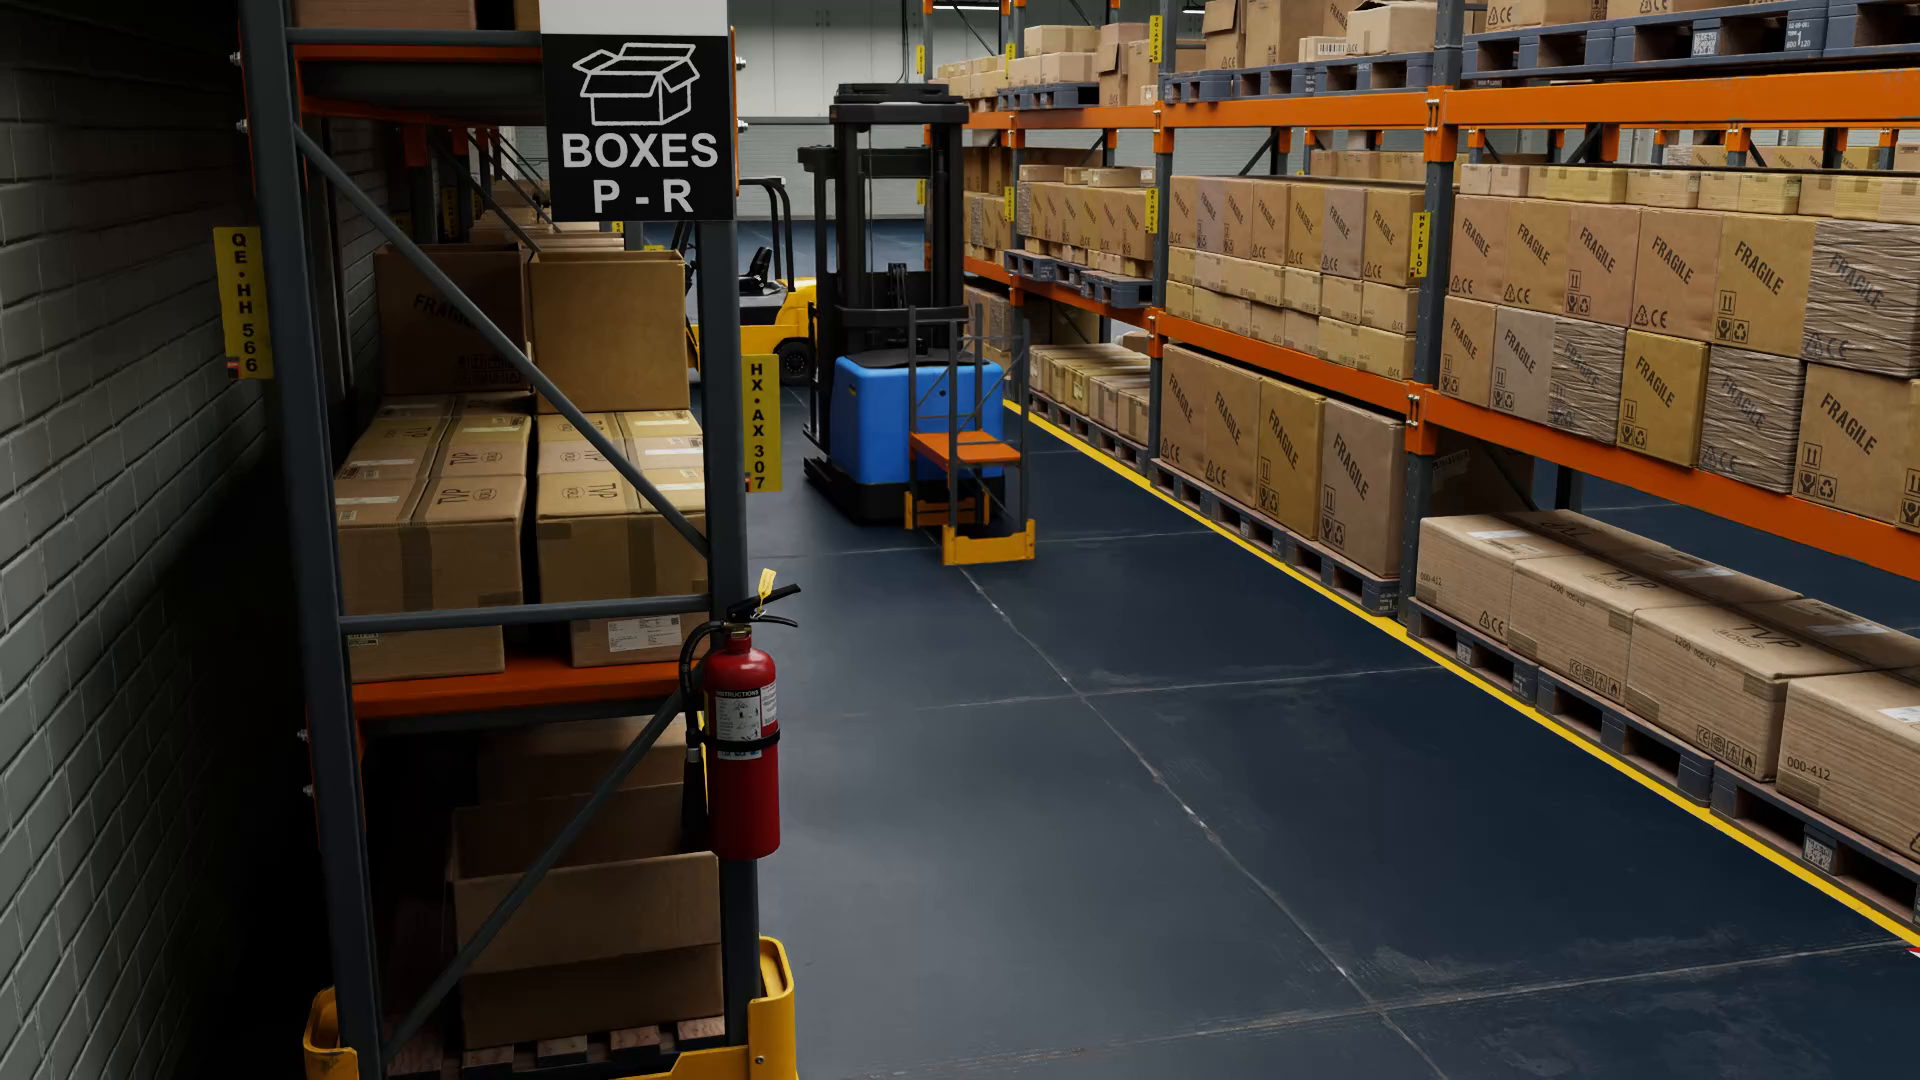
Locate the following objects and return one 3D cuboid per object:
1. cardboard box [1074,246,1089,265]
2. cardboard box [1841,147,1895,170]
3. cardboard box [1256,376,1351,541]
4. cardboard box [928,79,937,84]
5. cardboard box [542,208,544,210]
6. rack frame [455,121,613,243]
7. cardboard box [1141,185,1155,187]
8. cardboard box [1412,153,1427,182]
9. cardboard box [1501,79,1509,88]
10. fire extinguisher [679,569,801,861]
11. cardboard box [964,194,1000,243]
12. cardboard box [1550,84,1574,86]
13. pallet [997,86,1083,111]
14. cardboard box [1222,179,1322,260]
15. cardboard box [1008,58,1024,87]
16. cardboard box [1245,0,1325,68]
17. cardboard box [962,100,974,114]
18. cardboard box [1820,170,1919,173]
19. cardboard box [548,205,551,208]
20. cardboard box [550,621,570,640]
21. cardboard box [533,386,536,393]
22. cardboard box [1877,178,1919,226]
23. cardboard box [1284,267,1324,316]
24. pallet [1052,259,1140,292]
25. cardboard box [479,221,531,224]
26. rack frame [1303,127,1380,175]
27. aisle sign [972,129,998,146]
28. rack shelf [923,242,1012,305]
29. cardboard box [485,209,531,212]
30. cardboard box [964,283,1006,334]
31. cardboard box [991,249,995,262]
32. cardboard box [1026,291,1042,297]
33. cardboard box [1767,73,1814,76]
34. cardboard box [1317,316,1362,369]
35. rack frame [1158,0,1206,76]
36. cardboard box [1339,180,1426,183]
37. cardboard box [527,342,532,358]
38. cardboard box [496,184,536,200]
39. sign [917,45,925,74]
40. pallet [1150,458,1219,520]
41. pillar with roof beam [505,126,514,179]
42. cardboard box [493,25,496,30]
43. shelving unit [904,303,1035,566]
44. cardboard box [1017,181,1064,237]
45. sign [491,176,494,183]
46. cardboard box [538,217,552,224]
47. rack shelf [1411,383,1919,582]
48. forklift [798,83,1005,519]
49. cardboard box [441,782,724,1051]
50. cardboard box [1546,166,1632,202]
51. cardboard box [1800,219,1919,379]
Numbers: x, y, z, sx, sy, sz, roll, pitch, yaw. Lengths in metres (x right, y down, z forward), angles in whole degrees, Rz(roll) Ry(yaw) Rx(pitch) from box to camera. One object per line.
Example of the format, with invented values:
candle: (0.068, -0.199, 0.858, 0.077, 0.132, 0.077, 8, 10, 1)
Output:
cardboard box: (1.200, -2.441, 14.244, 0.380, 0.149, 0.250, -4, 14, -15)
cardboard box: (10.267, -4.186, 18.797, 0.500, 0.500, 0.500, -3, 14, -13)
cardboard box: (2.443, -0.539, 10.407, 0.875, 0.875, 0.875, -3, 14, -12)
cardboard box: (-0.073, -5.187, 19.208, 0.500, 0.250, 0.500, -4, 14, -14)
cardboard box: (-4.272, -3.341, 18.073, 0.500, 0.500, 0.500, -3, 14, -11)
rack frame: (-2.877, -1.666, 11.427, 1.000, 3.000, 0.127, -3, 14, -13)
cardboard box: (1.696, -2.815, 14.408, 0.500, 0.500, 0.500, -4, 14, -15)
cardboard box: (5.500, -3.971, 18.268, 0.875, 0.550, 0.550, -3, 14, -13)
cardboard box: (5.978, -4.916, 17.843, 0.380, 0.149, 0.250, -3, 14, -13)
fire extinguisher: (-0.514, 0.406, 3.893, 0.296, 0.674, 0.183, -3, 14, -13)
cardboard box: (0.283, -3.504, 18.112, 0.500, 0.500, 0.500, -4, 14, -14)
cardboard box: (6.117, -4.649, 16.535, 0.500, 0.250, 0.500, -3, 14, -13)
pallet: (1.049, -4.084, 15.399, 1.213, 0.211, 1.003, -3, 14, -13)
cardboard box: (2.058, -2.117, 10.953, 0.500, 0.500, 0.500, -3, 14, -12)
cardboard box: (0.755, -4.298, 15.309, 0.500, 0.250, 0.500, -4, 14, -15)
cardboard box: (2.364, -3.436, 11.254, 0.700, 0.500, 0.500, -4, 14, -16)
cardboard box: (0.239, -4.673, 17.945, 0.380, 0.149, 0.250, -4, 14, -15)
cardboard box: (3.688, -1.405, 6.674, 0.380, 0.149, 0.250, -4, 14, -15)
cardboard box: (-3.636, -3.041, 15.476, 0.380, 0.149, 0.250, -4, 14, -14)
cardboard box: (-0.913, 0.154, 4.506, 0.380, 0.149, 0.250, -3, 14, -12)
cardboard box: (-1.344, -0.481, 6.264, 0.500, 0.250, 0.500, -3, 14, -14)
cardboard box: (3.322, -1.131, 5.554, 0.380, 0.149, 0.250, -3, 14, -14)
cardboard box: (2.294, -1.513, 10.064, 0.500, 0.250, 0.500, -3, 14, -12)
pallet: (1.442, -2.305, 14.446, 1.003, 0.211, 1.213, -3, 14, -13)
cardboard box: (-3.433, -2.328, 12.560, 0.380, 0.149, 0.250, -3, 14, -14)
rack frame: (4.856, -4.089, 21.342, 1.000, 3.000, 0.127, -3, 14, -13)
aisle sign: (0.336, -5.083, 19.933, 0.394, 0.787, 0.004, -3, 14, -13)
rack shelf: (0.538, -2.979, 18.314, 1.077, 0.370, 4.000, -3, 14, -13)
cardboard box: (-3.930, -2.795, 14.469, 0.380, 0.149, 0.250, -4, 14, -15)
cardboard box: (0.232, -2.578, 18.489, 0.500, 0.500, 0.500, -3, 14, -12)
cardboard box: (0.540, -2.982, 17.340, 0.380, 0.149, 0.250, -3, 14, -14)
cardboard box: (0.994, -2.373, 17.649, 0.500, 0.500, 0.500, -3, 14, -11)
cardboard box: (6.610, -3.602, 12.820, 0.500, 0.500, 0.500, -3, 14, -13)
cardboard box: (2.418, -1.155, 9.651, 0.500, 0.250, 0.500, -3, 14, -14)
rack frame: (1.947, -4.858, 11.851, 1.000, 3.000, 0.127, -3, 14, -13)
cardboard box: (2.673, -2.023, 10.572, 0.500, 0.500, 0.500, -4, 14, -14)
cardboard box: (-2.084, -0.686, 7.103, 0.500, 0.250, 0.500, -3, 14, -14)
cardboard box: (-4.484, -3.511, 16.776, 0.380, 0.149, 0.250, -3, 14, -12)
sign: (-0.459, -5.641, 19.534, 0.100, 0.325, 0.005, -3, 14, -13)
pallet: (2.059, -0.403, 12.133, 1.003, 0.211, 1.213, -3, 14, -13)
pillar with roof beam: (-6.920, -11.992, 41.051, 9.100, 9.000, 0.400, -3, 14, -13)
cardboard box: (-1.736, -1.637, 5.514, 0.380, 0.149, 0.250, -3, 14, -13)
shelving unit: (0.044, -0.706, 10.658, 0.587, 1.500, 1.083, -4, 14, -15)
cardboard box: (0.839, -3.140, 15.735, 0.500, 0.500, 0.500, -3, 14, -12)
sign: (-5.297, -3.941, 18.748, 0.100, 0.325, 0.005, -3, 14, -13)
cardboard box: (-3.134, -2.472, 13.146, 0.380, 0.149, 0.250, -3, 14, -13)
rack shelf: (3.356, -0.210, 6.983, 1.077, 0.370, 4.000, -3, 14, -13)
forklift: (-0.576, -1.869, 12.400, 1.130, 2.935, 3.031, -4, 14, -15)
cardboard box: (-1.050, 1.042, 4.719, 0.797, 0.503, 0.637, -4, 14, -15)
cardboard box: (2.884, -1.608, 7.503, 0.380, 0.149, 0.250, -3, 14, -14)
cardboard box: (3.330, -0.849, 5.766, 0.500, 0.500, 0.500, -3, 14, -13)
